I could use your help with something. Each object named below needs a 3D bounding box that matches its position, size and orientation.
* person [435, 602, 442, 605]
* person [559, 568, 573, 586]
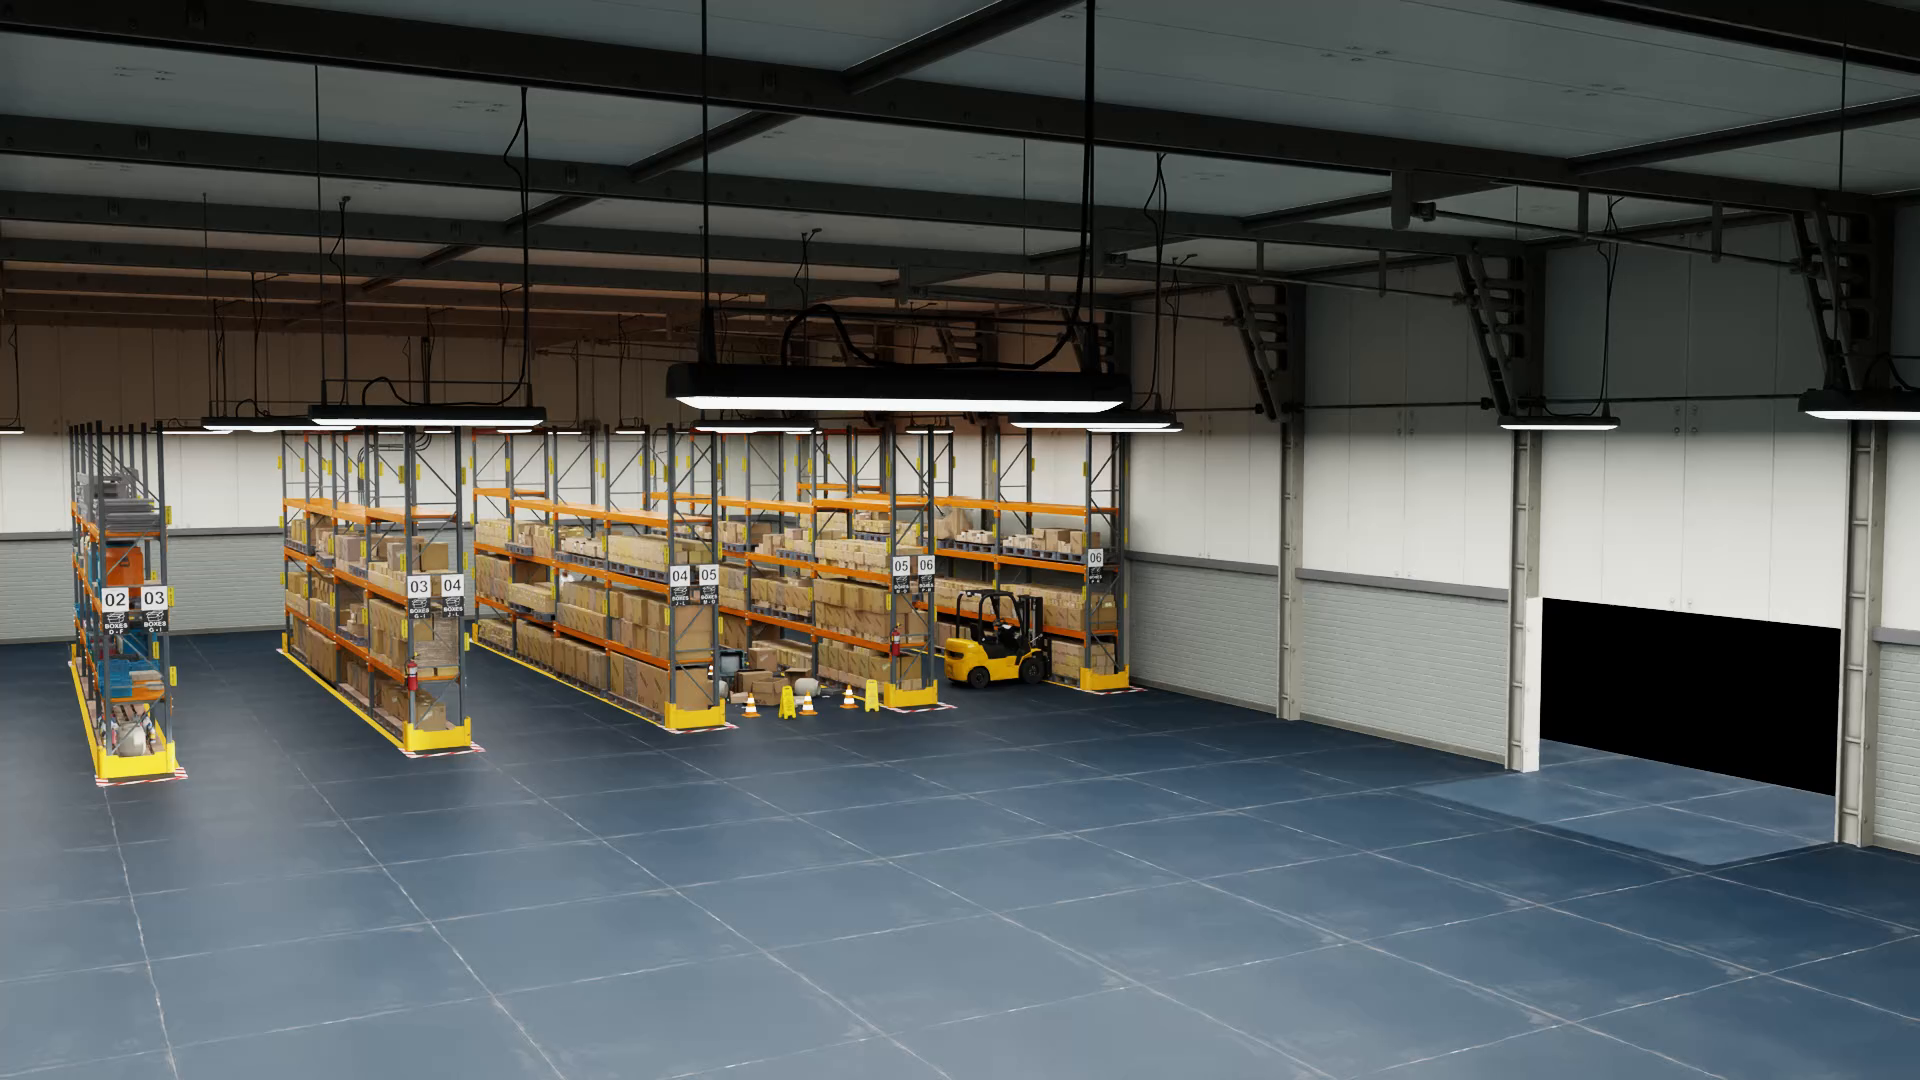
[{"bbox_3d":[-14.605,2.022,47.138,0.599,1.588,0.439,-3,4,-38],"label":"person"},{"bbox_3d":[-12.086,1.697,51.052,0.619,1.819,0.430,-1,4,-11],"label":"person"}]
